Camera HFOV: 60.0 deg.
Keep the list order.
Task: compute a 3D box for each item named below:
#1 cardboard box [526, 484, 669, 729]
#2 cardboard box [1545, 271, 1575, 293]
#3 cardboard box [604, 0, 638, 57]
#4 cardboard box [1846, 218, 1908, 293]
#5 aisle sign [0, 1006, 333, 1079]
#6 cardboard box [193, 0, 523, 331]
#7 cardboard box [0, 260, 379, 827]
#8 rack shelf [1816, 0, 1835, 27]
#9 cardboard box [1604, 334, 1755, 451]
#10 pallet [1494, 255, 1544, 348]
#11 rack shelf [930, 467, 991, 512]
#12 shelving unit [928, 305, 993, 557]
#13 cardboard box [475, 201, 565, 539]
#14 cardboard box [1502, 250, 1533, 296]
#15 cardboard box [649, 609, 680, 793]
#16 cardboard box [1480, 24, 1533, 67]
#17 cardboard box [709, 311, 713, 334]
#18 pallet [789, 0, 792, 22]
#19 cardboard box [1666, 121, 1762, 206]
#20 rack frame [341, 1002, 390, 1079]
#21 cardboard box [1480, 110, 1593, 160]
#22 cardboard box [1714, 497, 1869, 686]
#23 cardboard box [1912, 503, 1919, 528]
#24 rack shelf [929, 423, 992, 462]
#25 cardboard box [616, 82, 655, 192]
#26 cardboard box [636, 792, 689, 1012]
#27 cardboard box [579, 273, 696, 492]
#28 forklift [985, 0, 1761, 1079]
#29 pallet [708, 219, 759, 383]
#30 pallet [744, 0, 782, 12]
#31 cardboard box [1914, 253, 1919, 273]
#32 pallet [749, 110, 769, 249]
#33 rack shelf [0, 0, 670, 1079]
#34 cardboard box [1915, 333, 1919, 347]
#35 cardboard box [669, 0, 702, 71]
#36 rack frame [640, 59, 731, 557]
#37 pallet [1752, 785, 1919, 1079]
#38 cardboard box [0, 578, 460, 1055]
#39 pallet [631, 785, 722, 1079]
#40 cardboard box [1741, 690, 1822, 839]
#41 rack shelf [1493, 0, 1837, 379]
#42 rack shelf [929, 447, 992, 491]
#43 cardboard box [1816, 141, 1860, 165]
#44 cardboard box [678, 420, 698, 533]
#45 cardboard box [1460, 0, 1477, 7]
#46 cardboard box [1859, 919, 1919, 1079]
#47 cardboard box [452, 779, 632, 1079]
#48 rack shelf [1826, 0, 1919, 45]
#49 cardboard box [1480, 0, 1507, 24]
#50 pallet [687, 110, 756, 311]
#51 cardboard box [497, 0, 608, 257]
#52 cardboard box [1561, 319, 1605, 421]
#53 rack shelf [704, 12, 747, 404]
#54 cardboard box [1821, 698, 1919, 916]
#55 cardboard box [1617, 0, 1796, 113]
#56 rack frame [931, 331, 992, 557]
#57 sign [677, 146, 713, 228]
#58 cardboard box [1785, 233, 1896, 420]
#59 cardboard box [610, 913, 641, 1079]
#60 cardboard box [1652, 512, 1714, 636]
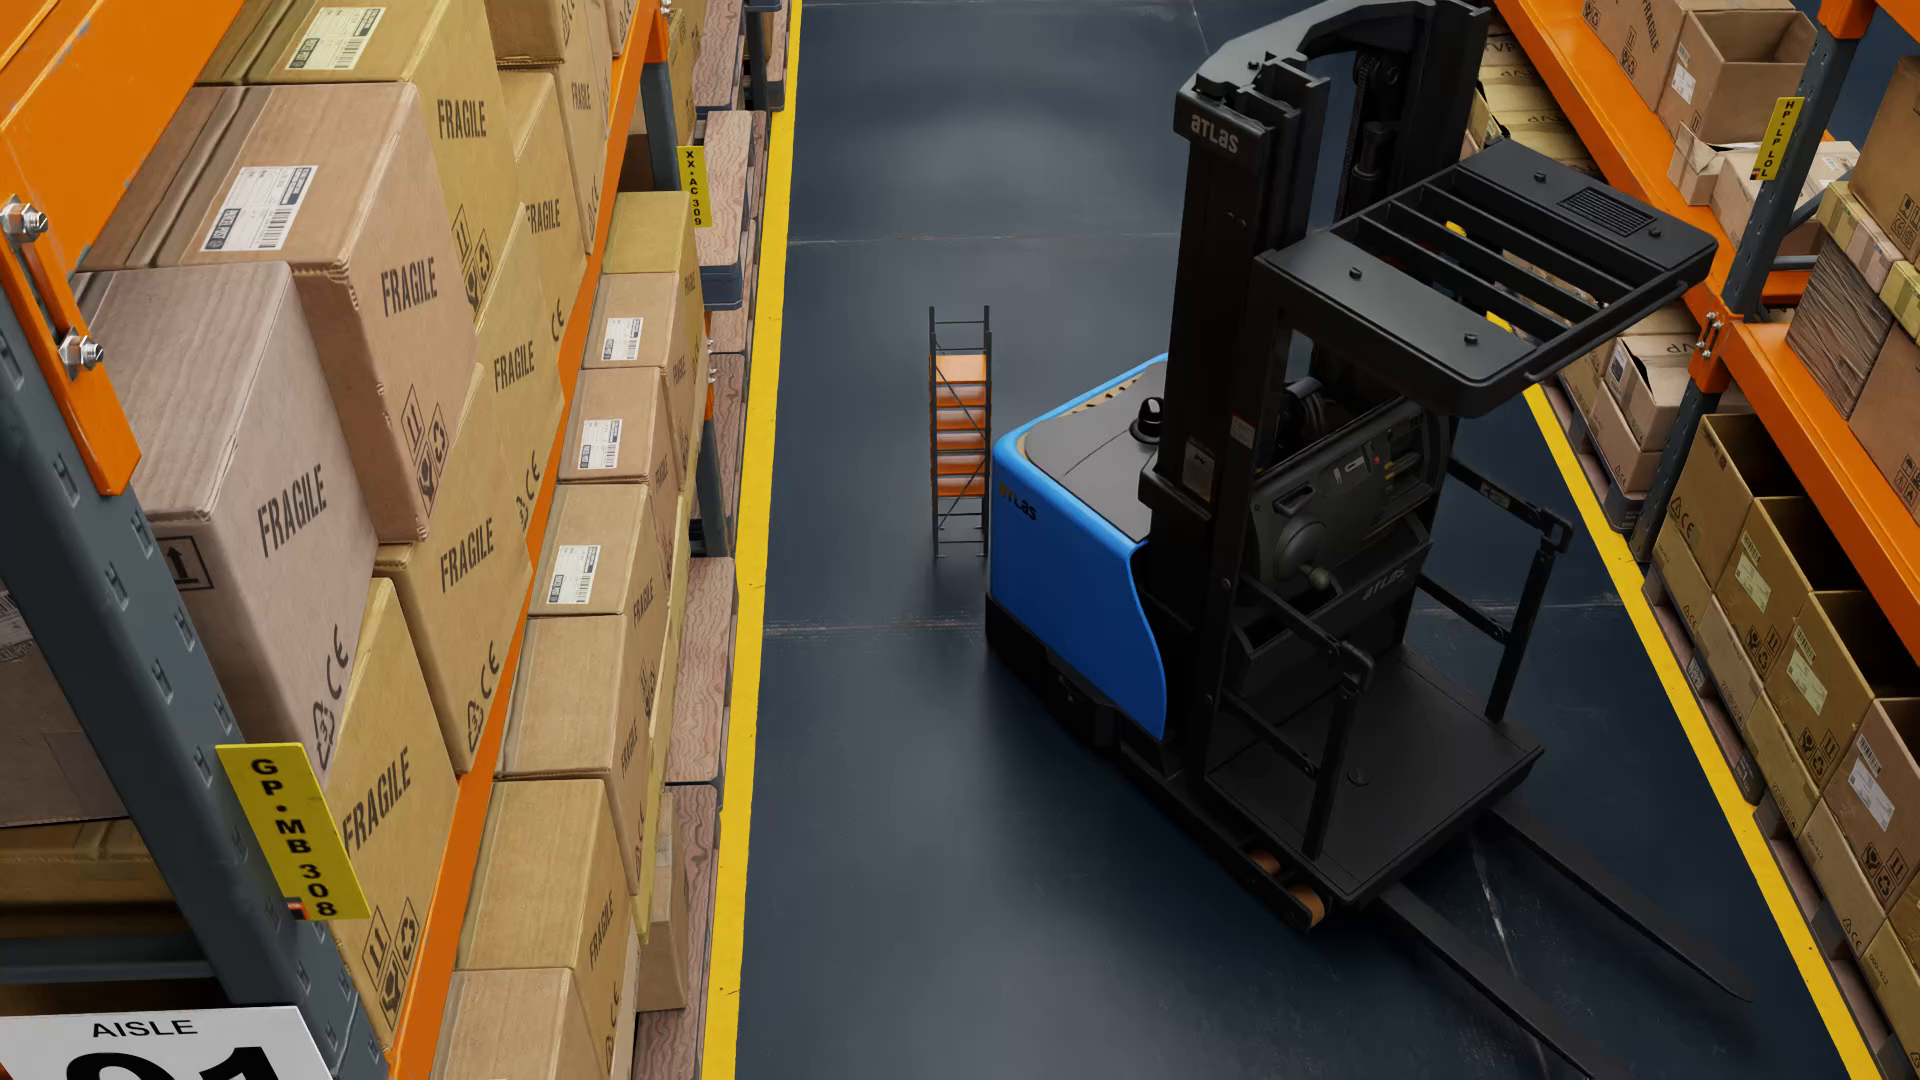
[{"bbox_3d":[-1.097,0.199,4.504,0.500,0.500,0.500,0,43,0],"label":"cardboard box"},{"bbox_3d":[3.112,-1.357,7.969,0.500,0.311,0.500,-2,43,-2],"label":"cardboard box"},{"bbox_3d":[-1.218,-1.726,4.754,0.500,0.500,0.500,-1,43,-1],"label":"cardboard box"},{"bbox_3d":[3.292,-0.976,5.690,0.380,0.149,0.250,-1,43,-1],"label":"cardboard box"},{"bbox_3d":[-1.014,0.871,2.306,0.394,0.787,0.004,-2,43,-2],"label":"aisle sign"},{"bbox_3d":[-1.094,-0.682,2.875,0.500,0.500,0.500,-1,43,-1],"label":"cardboard box"},{"bbox_3d":[-1.090,0.004,2.127,0.500,0.500,0.500,-4,43,-5],"label":"cardboard box"},{"bbox_3d":[3.378,-3.247,7.034,1.077,0.370,4.000,-2,43,-2],"label":"rack shelf"},{"bbox_3d":[3.159,-0.669,7.219,0.500,0.311,0.500,-2,43,-2],"label":"cardboard box"},{"bbox_3d":[3.338,-1.350,8.716,1.003,0.211,1.213,-2,43,-2],"label":"pallet"},{"bbox_3d":[0.001,-0.223,7.176,0.258,0.103,0.180,-2,43,-2],"label":"rack shelf"},{"bbox_3d":[0.001,-0.433,6.984,0.258,1.200,0.189,-2,43,-2],"label":"shelving unit"},{"bbox_3d":[-1.094,-0.308,3.207,0.500,0.500,0.500,0,43,0],"label":"cardboard box"},{"bbox_3d":[3.094,-1.499,8.539,0.500,0.250,0.500,-1,43,-1],"label":"cardboard box"},{"bbox_3d":[-1.091,0.463,4.771,0.500,0.250,0.500,-1,43,-1],"label":"cardboard box"},{"bbox_3d":[3.022,-2.742,9.481,0.500,0.311,0.500,0,43,0],"label":"cardboard box"},{"bbox_3d":[-1.587,-1.341,8.168,0.700,0.500,0.500,-1,43,-1],"label":"cardboard box"},{"bbox_3d":[-1.663,-3.940,11.542,1.003,0.211,1.213,-2,43,-2],"label":"pallet"},{"bbox_3d":[3.242,-1.595,7.019,0.396,0.266,0.258,-3,43,-3],"label":"cardboard box"},{"bbox_3d":[-1.316,1.789,3.228,1.000,3.000,0.127,-2,43,-2],"label":"rack frame"},{"bbox_3d":[3.072,-2.043,8.718,0.500,0.311,0.500,-3,43,-3],"label":"cardboard box"},{"bbox_3d":[3.199,0.186,6.146,0.500,0.500,0.500,-2,43,-2],"label":"cardboard box"},{"bbox_3d":[3.534,-0.099,5.213,0.700,0.500,0.500,-1,43,-1],"label":"cardboard box"},{"bbox_3d":[0.001,-0.400,7.014,0.258,0.103,0.180,-2,43,-2],"label":"rack shelf"},{"bbox_3d":[-1.474,-1.455,6.367,0.700,0.500,0.500,-2,43,-2],"label":"cardboard box"},{"bbox_3d":[-1.261,1.197,5.398,0.700,0.500,0.500,-4,43,-4],"label":"cardboard box"},{"bbox_3d":[-1.130,-0.493,5.259,0.500,0.500,0.500,-2,43,-2],"label":"cardboard box"},{"bbox_3d":[1.419,-0.087,5.326,1.130,2.935,3.031,-29,50,-28],"label":"forklift"},{"bbox_3d":[-1.576,-1.234,8.590,1.003,0.211,1.213,-2,43,-2],"label":"pallet"},{"bbox_3d":[-1.519,-3.063,8.663,1.213,0.211,1.003,-2,43,-2],"label":"pallet"},{"bbox_3d":[3.511,-0.931,5.161,0.700,0.500,0.500,-2,43,-2],"label":"cardboard box"},{"bbox_3d":[-1.624,-2.056,9.487,1.003,0.211,1.213,-2,43,-2],"label":"pallet"},{"bbox_3d":[-1.401,-0.402,3.930,1.077,0.370,4.000,-2,43,-2],"label":"rack shelf"},{"bbox_3d":[3.317,-0.624,5.307,0.380,0.149,0.250,-2,43,-2],"label":"cardboard box"},{"bbox_3d":[-1.550,-2.276,7.263,0.700,0.500,0.500,4,43,4],"label":"cardboard box"},{"bbox_3d":[-1.486,-0.911,6.174,1.000,3.000,0.127,-2,43,-2],"label":"rack frame"},{"bbox_3d":[3.510,1.336,5.786,1.003,0.211,1.213,-2,43,-2],"label":"pallet"},{"bbox_3d":[-1.081,0.406,2.428,0.500,0.500,0.500,-1,43,-1],"label":"cardboard box"},{"bbox_3d":[-1.368,1.395,5.722,1.003,0.211,1.213,-2,43,-2],"label":"pallet"},{"bbox_3d":[3.212,0.800,6.031,0.500,0.250,0.500,-2,43,-2],"label":"cardboard box"},{"bbox_3d":[3.378,-2.141,8.048,1.077,0.370,4.000,-2,43,-2],"label":"rack shelf"},{"bbox_3d":[0.001,-0.311,7.095,0.258,0.103,0.180,-2,43,-2],"label":"rack shelf"},{"bbox_3d":[3.629,-1.567,7.076,0.380,0.149,0.250,-2,43,-2],"label":"cardboard box"},{"bbox_3d":[-1.150,-0.216,5.511,0.500,0.250,0.500,-1,43,-2],"label":"cardboard box"},{"bbox_3d":[3.019,-3.622,10.655,0.500,0.500,0.500,0,43,0],"label":"cardboard box"},{"bbox_3d":[3.259,1.475,5.295,0.500,0.250,0.500,-2,43,-2],"label":"cardboard box"},{"bbox_3d":[-1.047,0.896,3.744,0.500,0.500,0.500,-2,43,-2],"label":"cardboard box"},{"bbox_3d":[3.548,-0.546,4.088,1.077,0.370,4.000,-2,43,-2],"label":"rack shelf"},{"bbox_3d":[3.559,-3.312,10.318,0.500,0.500,0.500,0,43,0],"label":"cardboard box"},{"bbox_3d":[-1.373,-1.361,6.806,1.003,0.211,1.213,-2,43,-2],"label":"pallet"},{"bbox_3d":[-1.148,-1.013,3.976,0.500,0.500,0.500,-3,43,-3],"label":"cardboard box"},{"bbox_3d":[3.136,-0.810,7.788,0.500,0.250,0.500,-2,43,-2],"label":"cardboard box"},{"bbox_3d":[-1.571,-1.996,7.890,1.077,0.370,4.000,-2,43,-2],"label":"rack shelf"},{"bbox_3d":[3.236,0.861,5.410,0.500,0.500,0.500,-2,43,-2],"label":"cardboard box"},{"bbox_3d":[3.403,-2.305,7.621,0.500,0.500,0.500,-2,43,-2],"label":"cardboard box"},{"bbox_3d":[0.005,-0.371,6.916,0.240,1.200,0.006,-2,43,-2],"label":"rack frame"},{"bbox_3d":[-0.944,-1.251,5.904,0.100,0.325,0.005,-2,43,-2],"label":"sign"},{"bbox_3d":[3.488,-0.793,5.971,0.700,0.500,0.500,-3,43,-3],"label":"cardboard box"},{"bbox_3d":[-1.056,1.148,4.023,0.500,0.250,0.500,-3,43,-3],"label":"cardboard box"},{"bbox_3d":[3.180,0.125,6.768,0.500,0.250,0.500,-2,43,-2],"label":"cardboard box"}]
